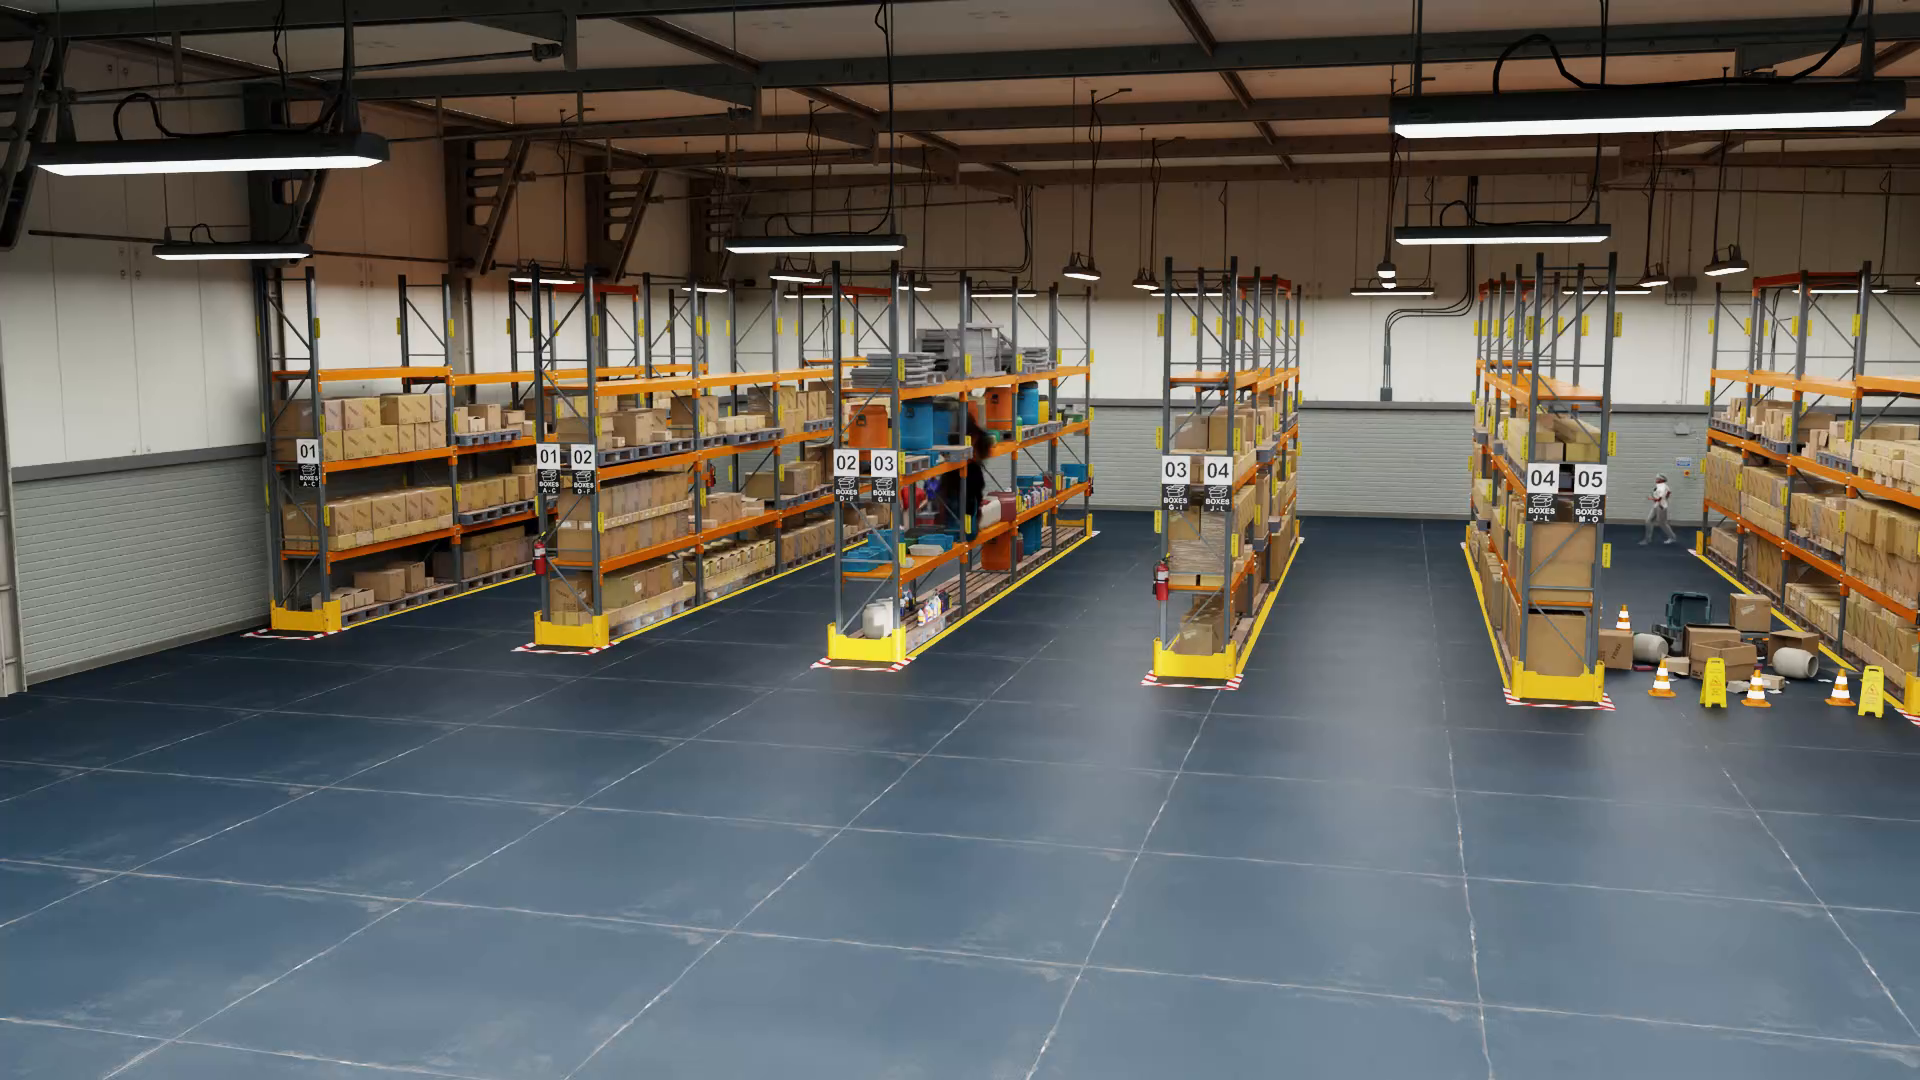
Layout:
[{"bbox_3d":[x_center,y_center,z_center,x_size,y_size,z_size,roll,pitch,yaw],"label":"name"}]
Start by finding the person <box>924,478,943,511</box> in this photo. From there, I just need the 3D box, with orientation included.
[{"bbox_3d":[-0.638,-0.766,40.037,0.482,1.502,0.701,0,7,2],"label":"person"}]

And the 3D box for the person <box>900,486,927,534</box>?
[{"bbox_3d":[-1.081,-0.526,37.360,0.663,1.651,0.819,1,7,5],"label":"person"}]

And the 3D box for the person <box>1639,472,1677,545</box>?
[{"bbox_3d":[16.160,-0.703,38.389,0.775,1.735,0.603,2,7,12],"label":"person"}]
